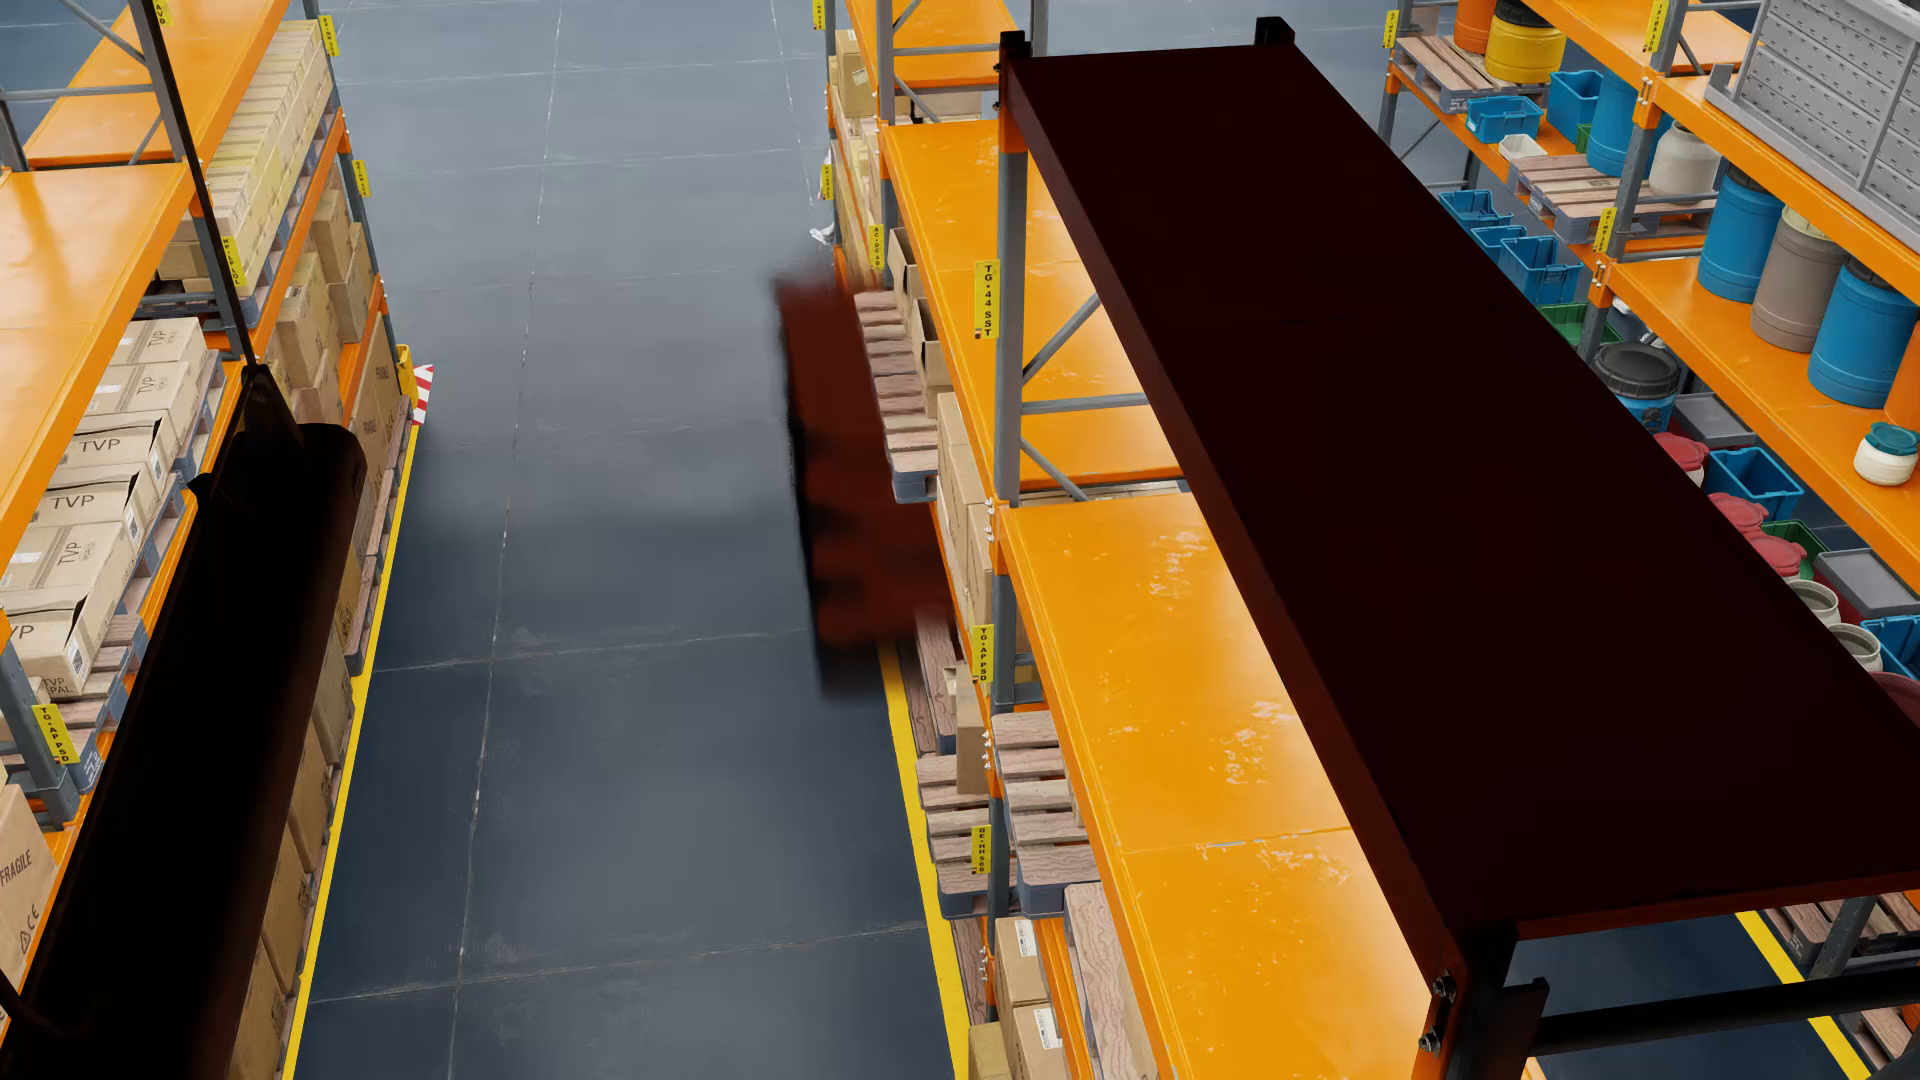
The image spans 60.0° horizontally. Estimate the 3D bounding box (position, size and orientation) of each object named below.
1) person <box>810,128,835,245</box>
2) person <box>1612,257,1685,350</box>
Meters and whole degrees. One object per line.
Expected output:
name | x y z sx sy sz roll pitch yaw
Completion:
person | -1.237 -3.577 16.983 0.994 1.538 0.451 18 40 23
person | 6.555 -2.717 15.754 0.538 1.612 0.948 -20 41 -25
